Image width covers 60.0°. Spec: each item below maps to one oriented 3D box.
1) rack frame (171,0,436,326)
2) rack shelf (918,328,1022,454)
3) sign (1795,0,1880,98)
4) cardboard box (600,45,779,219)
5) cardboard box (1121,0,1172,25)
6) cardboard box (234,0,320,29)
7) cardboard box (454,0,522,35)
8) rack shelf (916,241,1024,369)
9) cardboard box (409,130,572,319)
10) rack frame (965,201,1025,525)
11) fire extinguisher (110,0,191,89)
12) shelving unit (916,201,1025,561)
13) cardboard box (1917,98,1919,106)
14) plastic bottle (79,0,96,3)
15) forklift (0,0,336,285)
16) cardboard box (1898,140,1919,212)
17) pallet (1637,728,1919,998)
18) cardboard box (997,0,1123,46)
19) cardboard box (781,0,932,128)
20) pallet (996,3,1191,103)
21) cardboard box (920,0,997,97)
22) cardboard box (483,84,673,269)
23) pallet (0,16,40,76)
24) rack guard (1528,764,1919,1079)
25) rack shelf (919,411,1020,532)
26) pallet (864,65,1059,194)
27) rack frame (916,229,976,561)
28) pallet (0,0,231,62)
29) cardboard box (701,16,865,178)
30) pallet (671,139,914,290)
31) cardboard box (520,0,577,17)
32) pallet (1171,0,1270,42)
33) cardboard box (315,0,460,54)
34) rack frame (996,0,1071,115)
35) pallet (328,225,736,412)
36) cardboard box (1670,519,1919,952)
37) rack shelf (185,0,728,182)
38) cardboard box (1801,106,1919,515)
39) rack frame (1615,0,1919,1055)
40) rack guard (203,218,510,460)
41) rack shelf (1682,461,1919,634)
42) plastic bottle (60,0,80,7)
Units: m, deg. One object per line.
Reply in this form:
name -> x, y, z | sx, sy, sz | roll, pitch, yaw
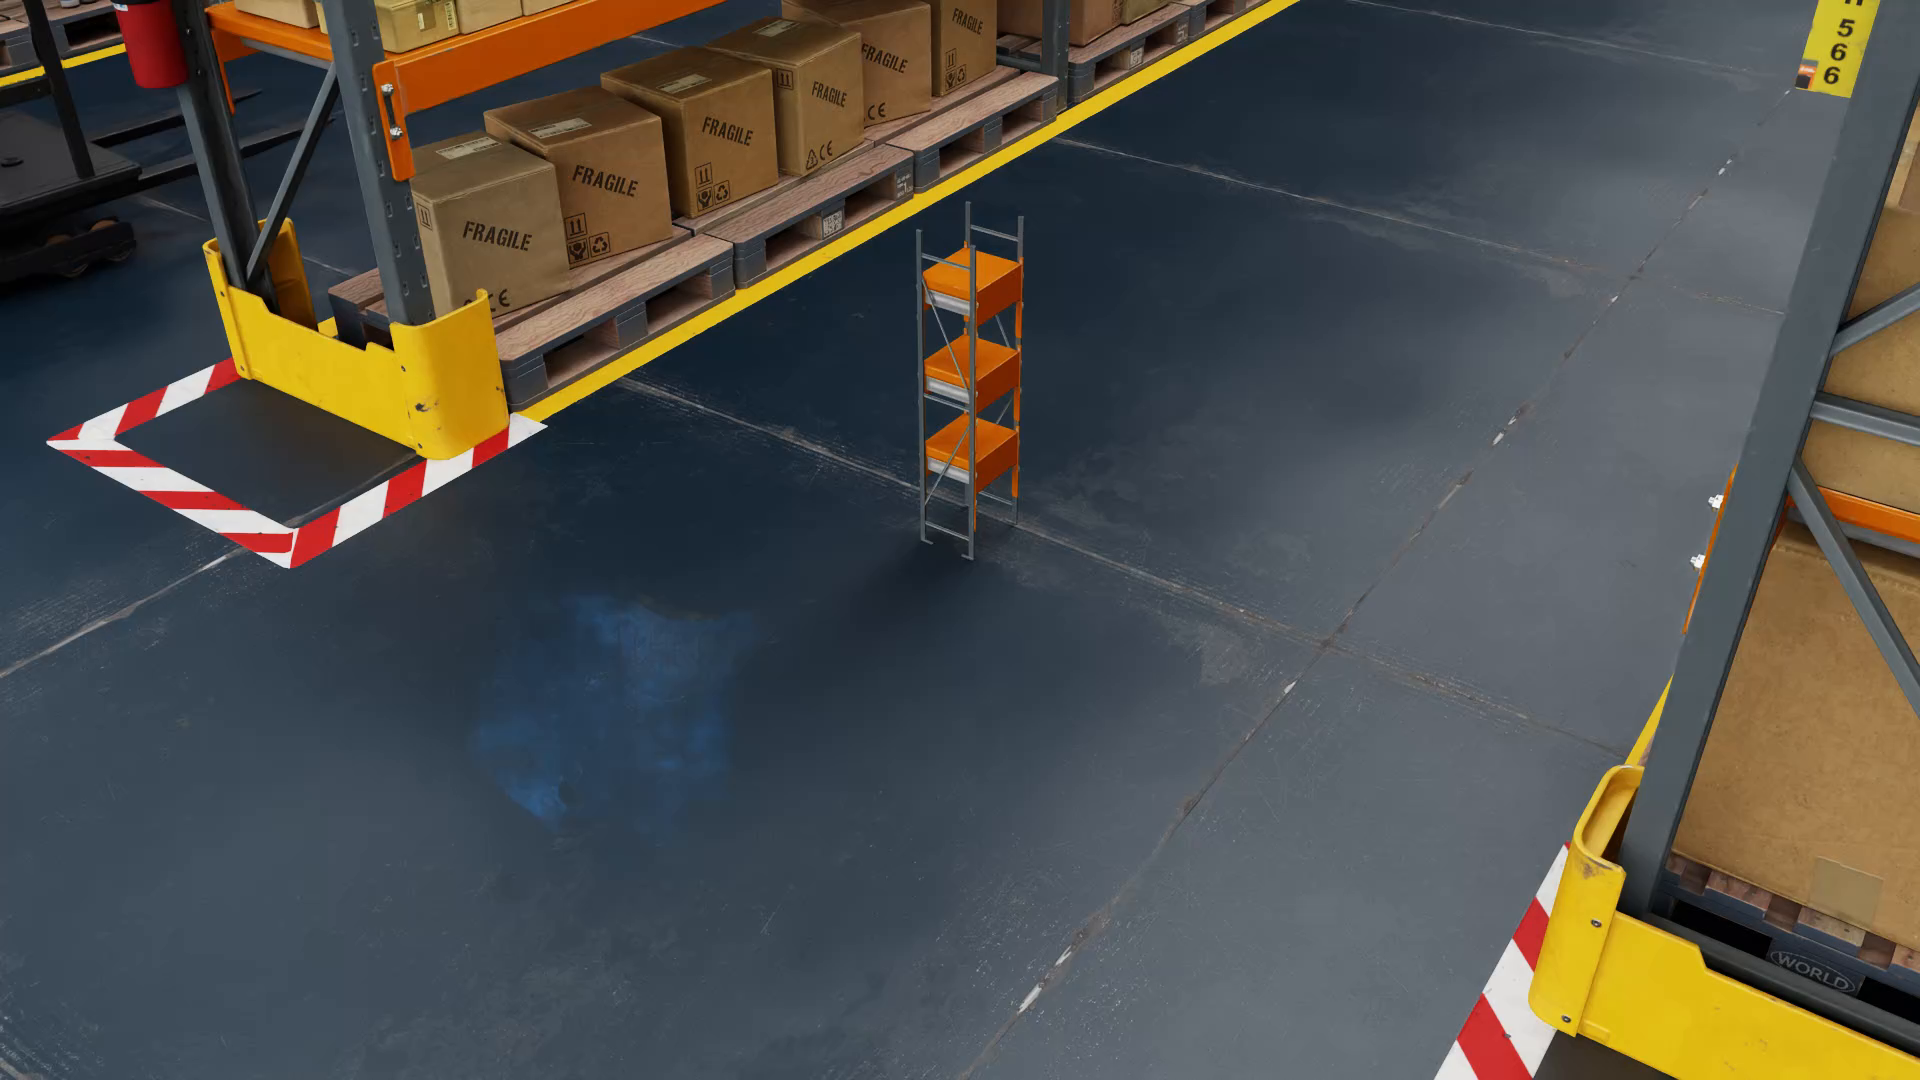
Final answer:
rack frame -> -2.180, -1.729, 5.129 | 1.000, 3.000, 0.127 | 21, 39, 28
rack shelf -> 0.031, -0.451, 4.998 | 0.215, 0.259, 0.240 | 21, 39, 28
sign -> 1.399, -0.856, 2.593 | 0.100, 0.325, 0.005 | 21, 39, 28
cardboard box -> -1.125, -1.718, 6.969 | 0.500, 0.500, 0.500 | 25, 42, 32
cardboard box -> 0.756, -3.206, 9.151 | 0.700, 0.500, 0.500 | 21, 39, 28
cardboard box -> -2.187, -1.822, 5.491 | 0.380, 0.149, 0.250 | 21, 39, 28
cardboard box -> -1.663, -1.789, 5.442 | 0.380, 0.149, 0.250 | 21, 39, 28
rack shelf -> 0.031, -0.686, 4.839 | 0.215, 0.259, 0.240 | 21, 39, 28
cardboard box -> -1.810, -1.150, 6.129 | 0.500, 0.500, 0.500 | -29, 43, -35
rack frame -> 0.100, -0.516, 5.075 | 0.200, 1.050, 0.008 | 21, 39, 28
fire extinguisher -> -2.624, -1.791, 5.290 | 0.296, 0.674, 0.183 | 21, 39, 28
shelving unit -> 0.031, -0.460, 4.992 | 0.215, 1.050, 0.252 | 21, 39, 28
cardboard box -> 2.318, -1.049, 3.025 | 0.875, 0.550, 0.550 | 21, 39, 28
plastic bottle -> -4.900, -3.117, 9.286 | 0.097, 0.201, 0.097 | 0, 34, 0
forklift -> -4.121, -2.458, 6.268 | 1.130, 2.935, 3.031 | 24, 41, 31
cardboard box -> 2.081, -0.766, 2.607 | 0.875, 0.550, 0.550 | 21, 39, 28
pallet -> 2.229, 0.664, 4.080 | 1.003, 0.211, 1.213 | 21, 39, 28
cardboard box -> 0.469, -2.992, 8.836 | 0.700, 0.500, 0.500 | 18, 38, 25
cardboard box -> -0.480, -2.271, 7.787 | 0.500, 0.500, 0.500 | -23, 40, -30
pallet -> 0.544, -2.773, 9.163 | 1.003, 0.211, 1.213 | 21, 39, 28
cardboard box -> -0.160, -2.537, 8.180 | 0.500, 0.500, 0.500 | 20, 39, 27
cardboard box -> -1.497, -1.436, 6.552 | 0.500, 0.500, 0.500 | -25, 41, -32
pallet -> -5.776, -2.578, 8.874 | 1.003, 0.211, 1.213 | 21, 39, 28
rack guard -> 1.824, 0.948, 3.401 | 1.175, 0.500, 0.348 | 21, 39, 28
rack shelf -> 0.031, -0.221, 5.154 | 0.215, 0.259, 0.240 | 21, 39, 28
pallet -> -0.253, -2.094, 8.159 | 1.003, 0.211, 1.213 | 21, 39, 28
rack frame -> -0.039, -0.403, 4.909 | 0.200, 1.050, 0.008 | 21, 39, 28
pallet -> -5.080, -3.137, 9.701 | 1.003, 0.211, 1.213 | 21, 39, 28
cardboard box -> -0.770, -1.960, 7.327 | 0.500, 0.500, 0.500 | 18, 38, 24
pallet -> -0.948, -1.531, 7.325 | 1.003, 0.211, 1.213 | 21, 39, 28
cardboard box -> -1.508, -1.899, 5.605 | 0.380, 0.149, 0.250 | 21, 39, 28
pallet -> 1.239, -3.337, 9.996 | 1.003, 0.211, 1.213 | 21, 39, 28
cardboard box -> -1.821, -1.680, 5.281 | 0.380, 0.149, 0.250 | 21, 39, 28
rack frame -> 0.101, -3.570, 7.851 | 1.000, 3.000, 0.127 | 21, 39, 28
pallet -> -1.644, -0.971, 6.498 | 1.003, 0.211, 1.213 | 21, 39, 28
cardboard box -> 2.170, 0.275, 3.688 | 0.875, 0.875, 0.875 | 21, 40, 28
rack shelf -> -1.039, -2.351, 6.692 | 1.077, 0.370, 4.000 | 21, 39, 28
cardboard box -> 2.012, -0.346, 2.949 | 0.875, 0.550, 0.550 | 21, 39, 28
rack frame -> 1.837, -0.098, 2.718 | 1.000, 3.000, 0.127 | 21, 39, 28
rack guard -> -2.137, -0.729, 5.881 | 1.175, 0.500, 0.348 | 21, 39, 28
rack shelf -> 2.978, -0.721, 4.280 | 1.077, 0.370, 4.000 | 21, 39, 28
plastic bottle -> -4.959, -3.098, 9.196 | 0.097, 0.271, 0.097 | 0, 34, 0
